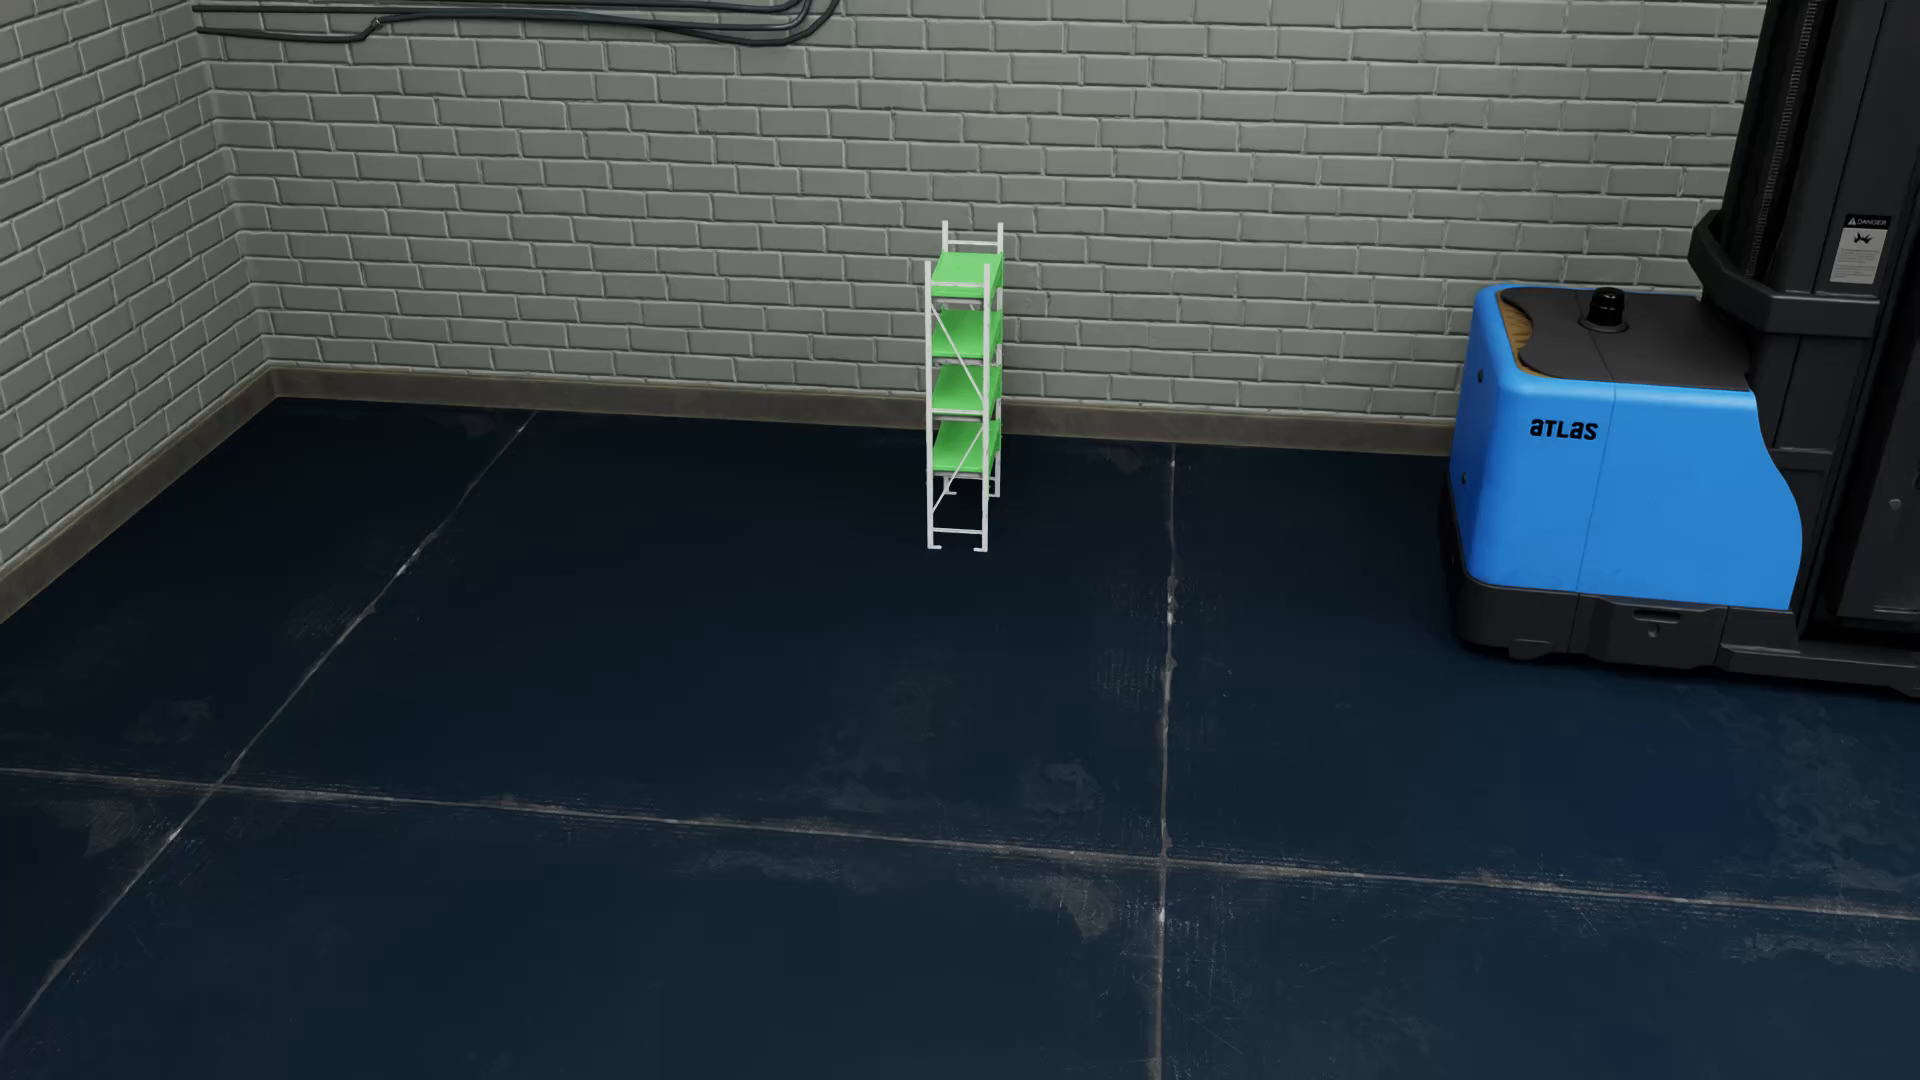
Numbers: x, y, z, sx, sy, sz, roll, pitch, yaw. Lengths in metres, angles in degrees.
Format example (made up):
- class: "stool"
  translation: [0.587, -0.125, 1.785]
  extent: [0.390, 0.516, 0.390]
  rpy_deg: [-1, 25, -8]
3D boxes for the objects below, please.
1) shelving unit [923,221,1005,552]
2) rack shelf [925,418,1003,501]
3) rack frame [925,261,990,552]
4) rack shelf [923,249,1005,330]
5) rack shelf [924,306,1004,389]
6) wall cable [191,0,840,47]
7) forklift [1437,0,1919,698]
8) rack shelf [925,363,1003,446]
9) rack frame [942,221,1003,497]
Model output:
- class: "shelving unit"
  translation: [0.020, -0.606, 6.610]
  extent: [0.258, 1.200, 0.503]
  rpy_deg: [3, 28, 6]
- class: "rack shelf"
  translation: [0.020, -0.339, 6.754]
  extent: [0.258, 0.148, 0.480]
  rpy_deg: [3, 28, 6]
- class: "rack frame"
  translation: [-0.010, -0.491, 6.397]
  extent: [0.240, 1.200, 0.015]
  rpy_deg: [3, 28, 6]
- class: "rack shelf"
  translation: [0.020, -0.972, 6.413]
  extent: [0.258, 0.148, 0.480]
  rpy_deg: [3, 28, 6]
- class: "rack shelf"
  translation: [0.020, -0.761, 6.527]
  extent: [0.258, 0.148, 0.480]
  rpy_deg: [3, 28, 6]
- class: "wall cable"
  translation: [-1.969, -3.202, 6.479]
  extent: [3.097, 2.526, 0.112]
  rpy_deg: [3, 28, 6]
- class: "forklift"
  translation: [3.349, -0.977, 5.473]
  extent: [3.031, 2.935, 1.130]
  rpy_deg: [5, 29, 9]
- class: "rack shelf"
  translation: [0.020, -0.550, 6.640]
  extent: [0.258, 0.148, 0.480]
  rpy_deg: [3, 28, 6]
- class: "rack frame"
  translation: [0.050, -0.721, 6.823]
  extent: [0.240, 1.200, 0.015]
  rpy_deg: [3, 28, 6]
